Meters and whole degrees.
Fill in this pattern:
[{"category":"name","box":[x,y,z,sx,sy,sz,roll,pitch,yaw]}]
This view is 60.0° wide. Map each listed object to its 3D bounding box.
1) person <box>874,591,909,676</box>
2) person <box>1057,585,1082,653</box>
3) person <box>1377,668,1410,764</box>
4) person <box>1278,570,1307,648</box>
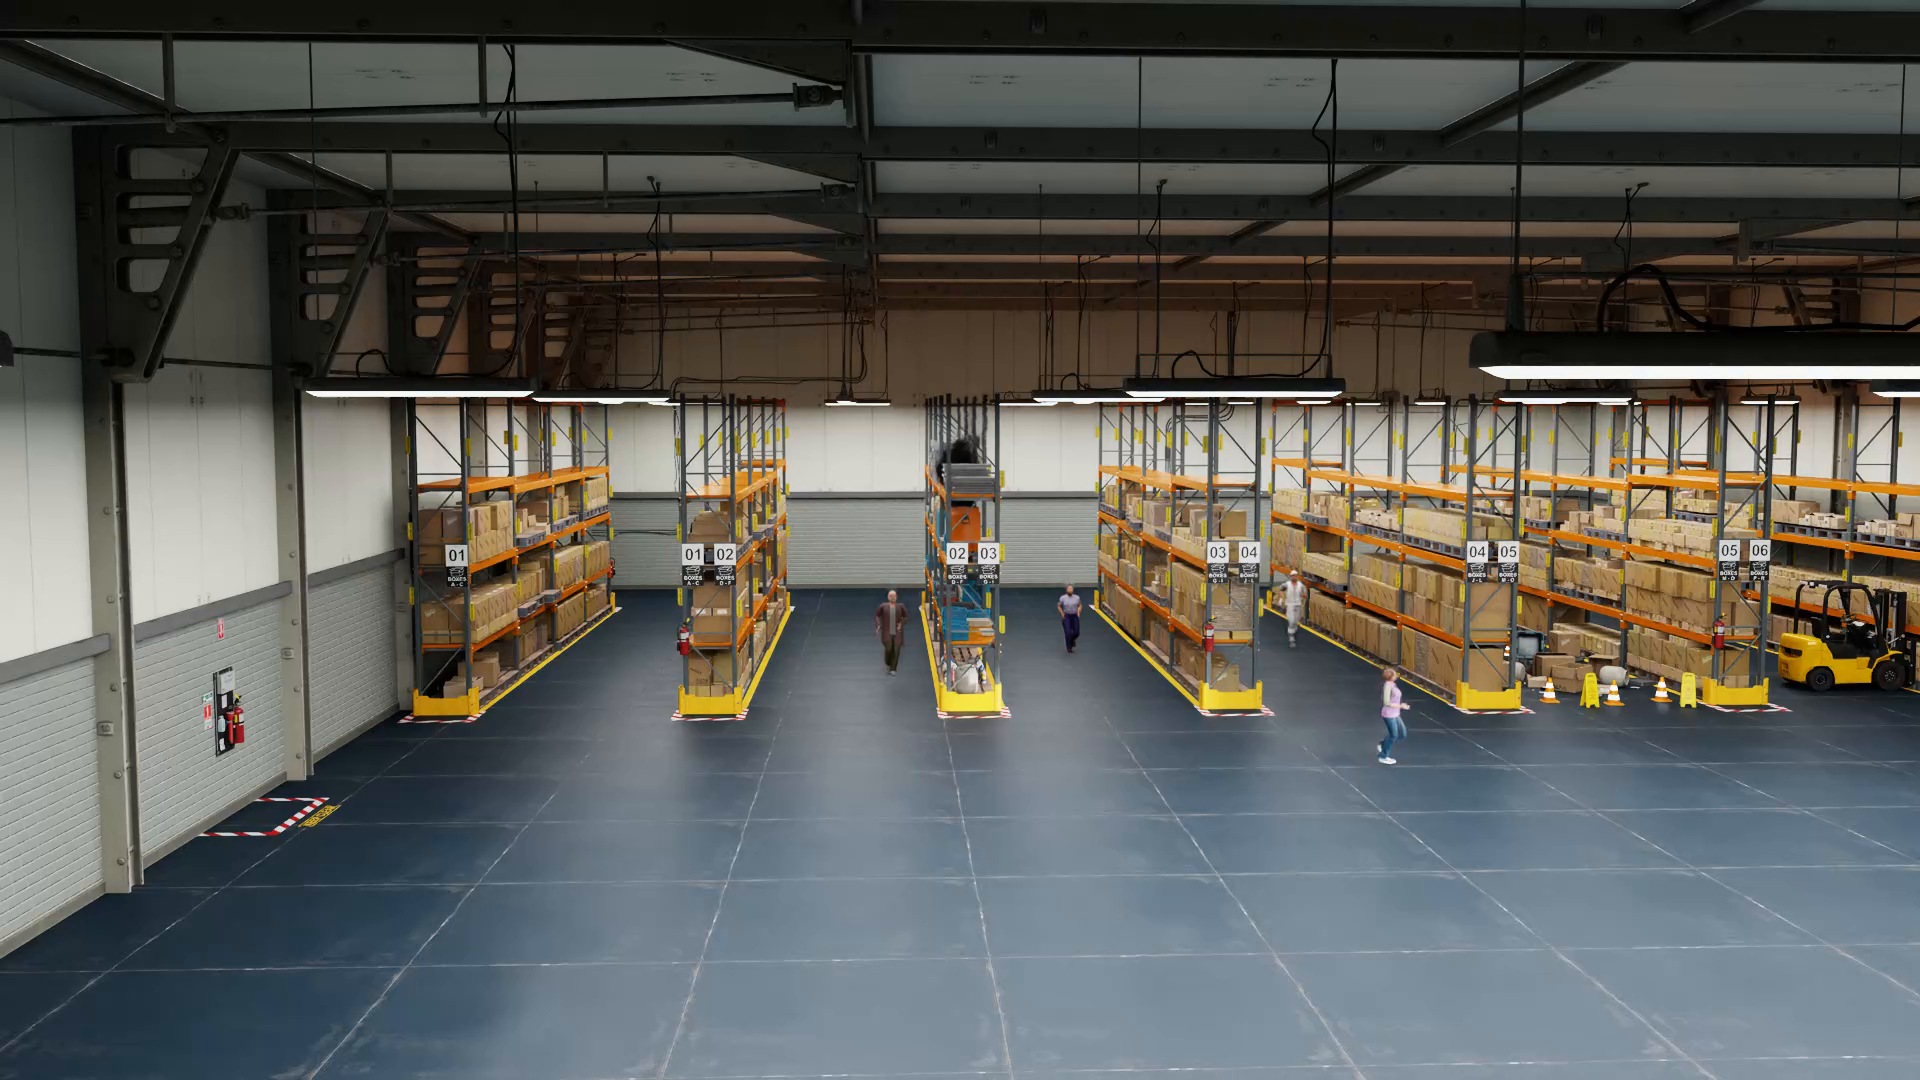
[{"category":"person","box":[-1.375,1.901,33.694,0.704,1.744,0.599,-1,5,-7]},{"category":"person","box":[2.573,1.846,39.049,0.594,1.590,0.556,-1,5,-8]},{"category":"person","box":[6.979,2.826,26.749,0.536,1.556,0.526,2,5,26]},{"category":"person","box":[8.049,1.642,40.181,0.649,1.837,0.835,-1,5,-6]}]
